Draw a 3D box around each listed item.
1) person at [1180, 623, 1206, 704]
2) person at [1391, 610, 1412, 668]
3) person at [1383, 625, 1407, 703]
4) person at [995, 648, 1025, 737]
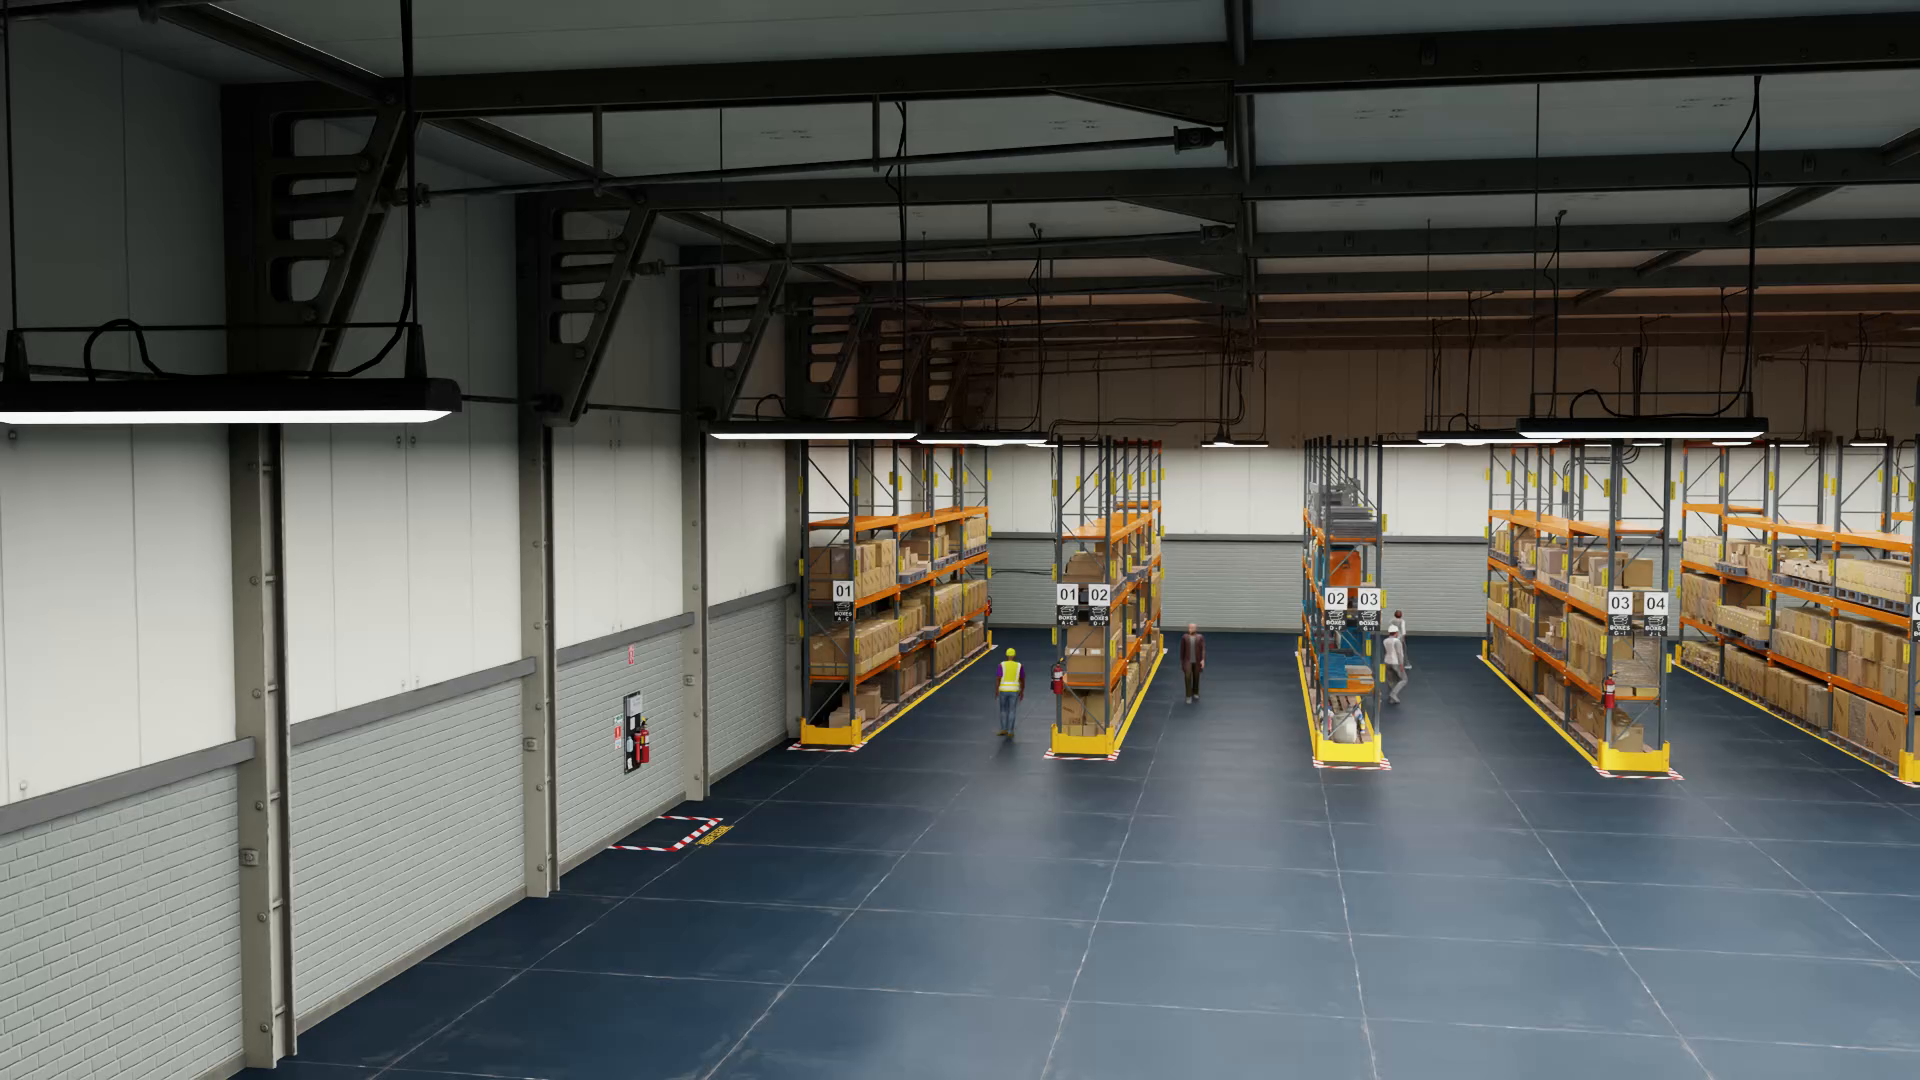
[{"bbox_3d":[5.307,2.805,37.863,0.597,1.836,0.745,0,3,9],"label":"person"},{"bbox_3d":[11.403,2.590,43.167,0.447,1.553,0.895,2,4,31],"label":"person"},{"bbox_3d":[9.785,2.812,37.588,0.484,1.766,0.635,-2,4,-31],"label":"person"},{"bbox_3d":[0.997,3.068,33.234,0.597,1.809,0.602,0,3,2],"label":"person"}]
